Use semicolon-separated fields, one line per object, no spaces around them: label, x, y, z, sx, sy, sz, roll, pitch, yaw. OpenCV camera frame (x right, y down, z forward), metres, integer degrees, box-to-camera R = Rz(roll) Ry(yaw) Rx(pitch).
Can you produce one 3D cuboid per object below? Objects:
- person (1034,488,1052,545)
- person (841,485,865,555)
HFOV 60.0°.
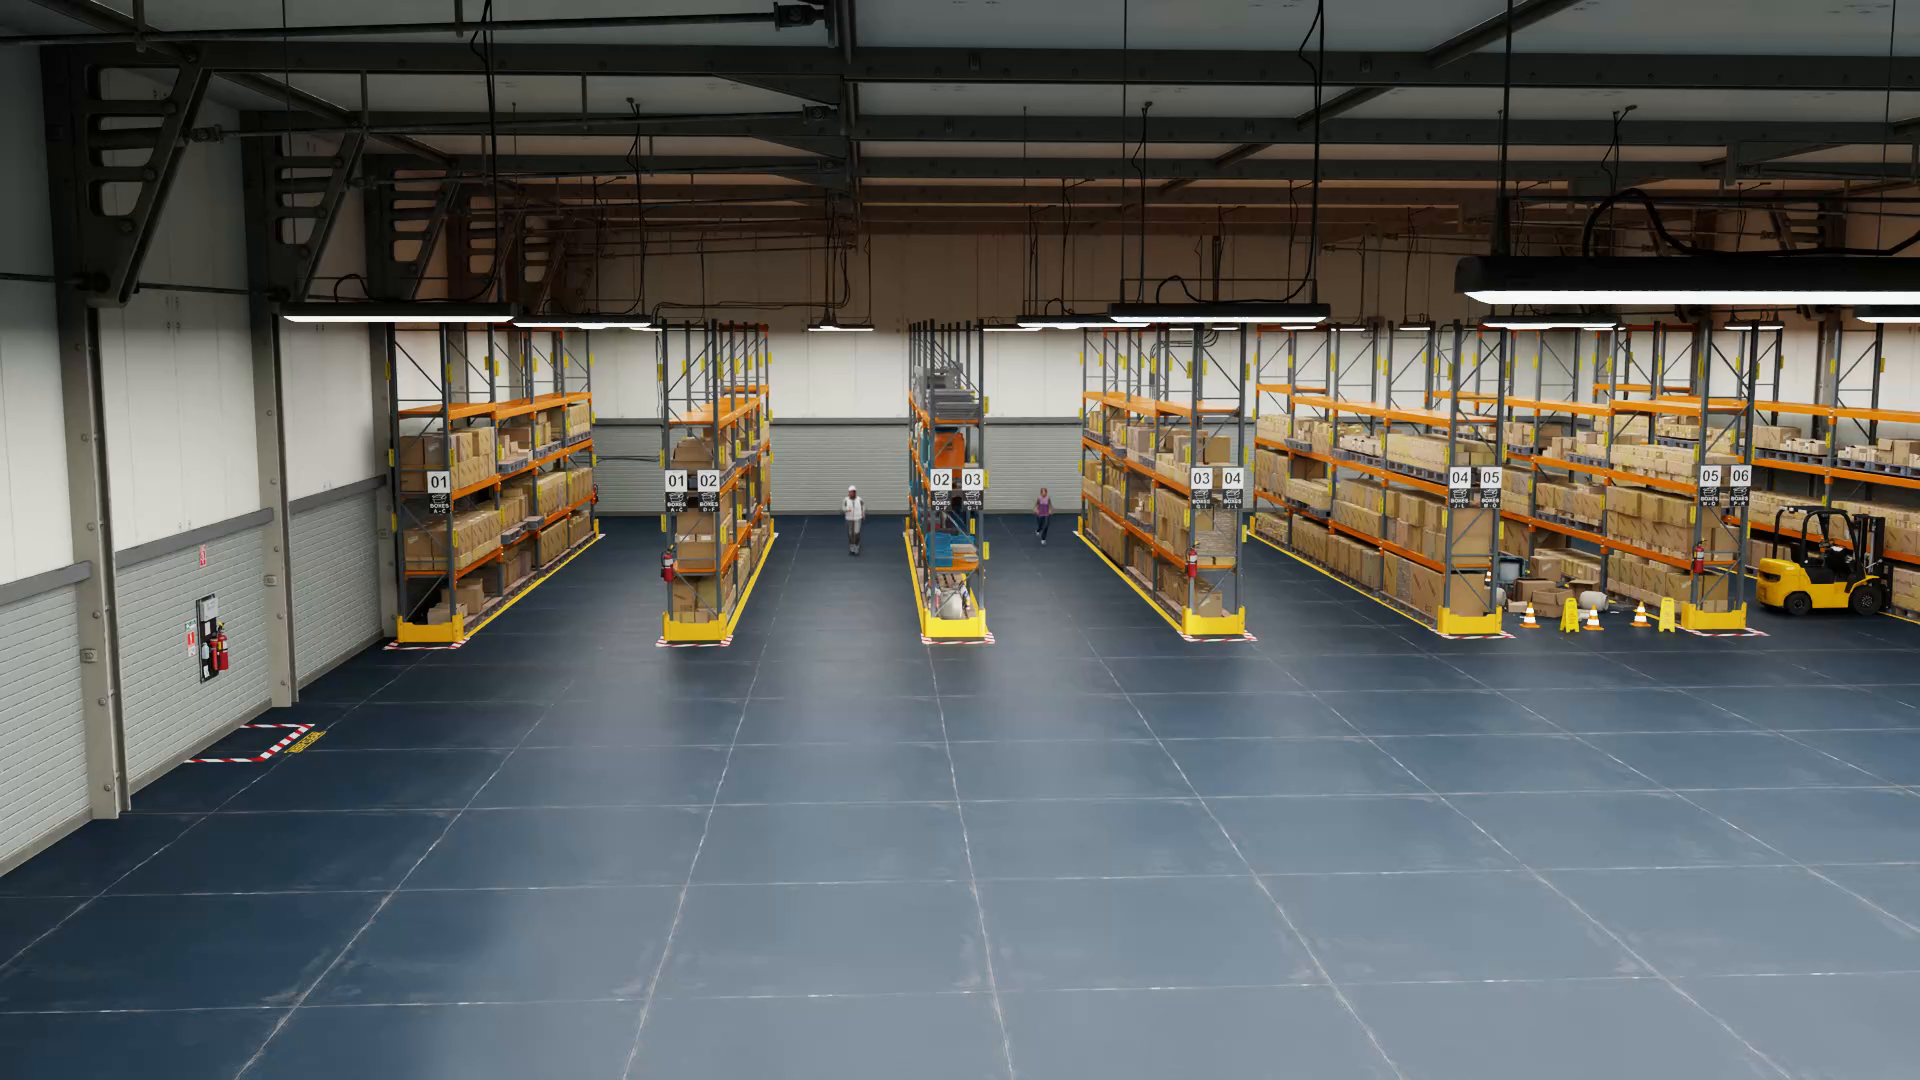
person;2.271;-0.671;45.653;0.519;1.559;0.641;-1;7;-9
person;-2.789;-0.516;43.460;0.616;1.825;0.834;0;7;0
